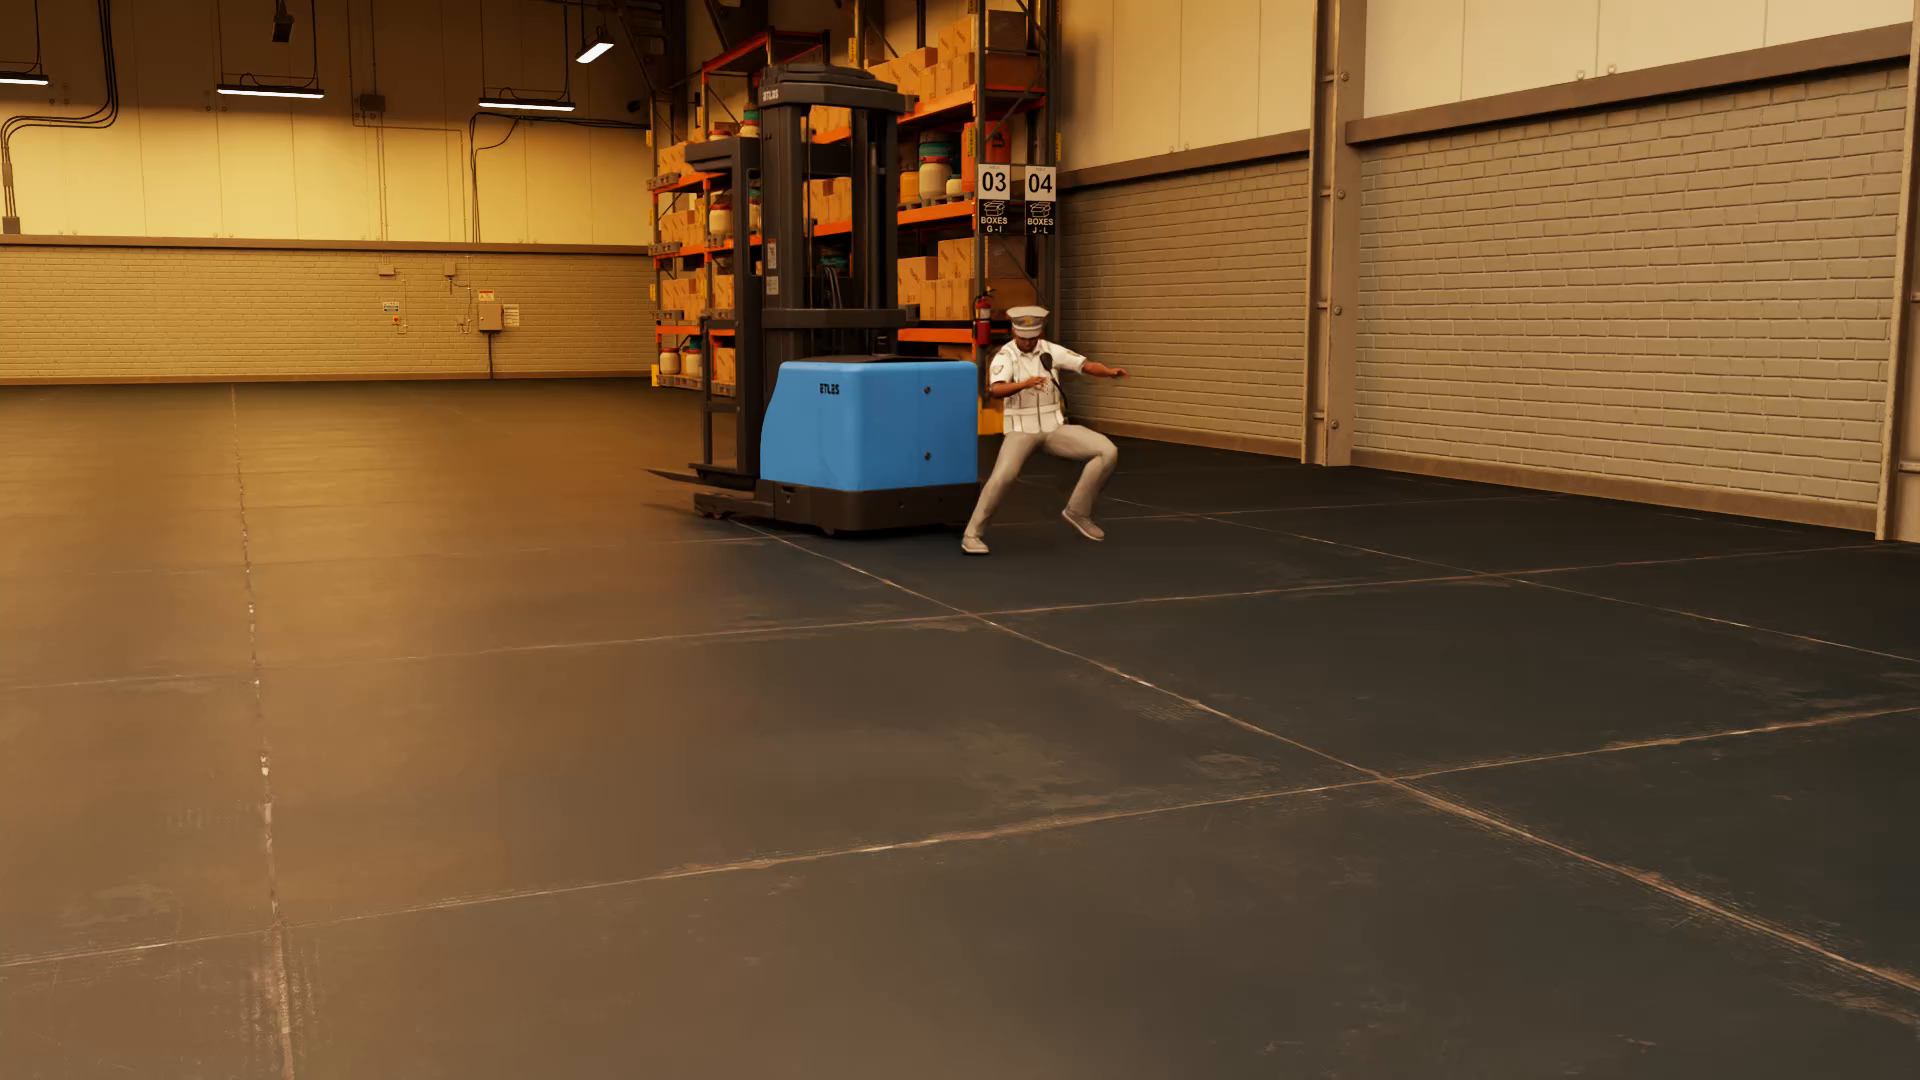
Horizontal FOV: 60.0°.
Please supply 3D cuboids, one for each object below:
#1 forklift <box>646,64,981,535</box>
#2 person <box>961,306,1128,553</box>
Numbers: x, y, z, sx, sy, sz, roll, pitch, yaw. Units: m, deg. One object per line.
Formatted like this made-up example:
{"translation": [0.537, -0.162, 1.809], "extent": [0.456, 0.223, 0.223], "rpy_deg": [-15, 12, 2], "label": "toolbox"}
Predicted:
{"translation": [-1.164, -1.629, 11.294], "extent": [1.130, 2.935, 3.031], "rpy_deg": [-6, 9, -37], "label": "forklift"}
{"translation": [0.462, -0.648, 9.646], "extent": [0.927, 1.409, 0.739], "rpy_deg": [-2, 8, -14], "label": "person"}
